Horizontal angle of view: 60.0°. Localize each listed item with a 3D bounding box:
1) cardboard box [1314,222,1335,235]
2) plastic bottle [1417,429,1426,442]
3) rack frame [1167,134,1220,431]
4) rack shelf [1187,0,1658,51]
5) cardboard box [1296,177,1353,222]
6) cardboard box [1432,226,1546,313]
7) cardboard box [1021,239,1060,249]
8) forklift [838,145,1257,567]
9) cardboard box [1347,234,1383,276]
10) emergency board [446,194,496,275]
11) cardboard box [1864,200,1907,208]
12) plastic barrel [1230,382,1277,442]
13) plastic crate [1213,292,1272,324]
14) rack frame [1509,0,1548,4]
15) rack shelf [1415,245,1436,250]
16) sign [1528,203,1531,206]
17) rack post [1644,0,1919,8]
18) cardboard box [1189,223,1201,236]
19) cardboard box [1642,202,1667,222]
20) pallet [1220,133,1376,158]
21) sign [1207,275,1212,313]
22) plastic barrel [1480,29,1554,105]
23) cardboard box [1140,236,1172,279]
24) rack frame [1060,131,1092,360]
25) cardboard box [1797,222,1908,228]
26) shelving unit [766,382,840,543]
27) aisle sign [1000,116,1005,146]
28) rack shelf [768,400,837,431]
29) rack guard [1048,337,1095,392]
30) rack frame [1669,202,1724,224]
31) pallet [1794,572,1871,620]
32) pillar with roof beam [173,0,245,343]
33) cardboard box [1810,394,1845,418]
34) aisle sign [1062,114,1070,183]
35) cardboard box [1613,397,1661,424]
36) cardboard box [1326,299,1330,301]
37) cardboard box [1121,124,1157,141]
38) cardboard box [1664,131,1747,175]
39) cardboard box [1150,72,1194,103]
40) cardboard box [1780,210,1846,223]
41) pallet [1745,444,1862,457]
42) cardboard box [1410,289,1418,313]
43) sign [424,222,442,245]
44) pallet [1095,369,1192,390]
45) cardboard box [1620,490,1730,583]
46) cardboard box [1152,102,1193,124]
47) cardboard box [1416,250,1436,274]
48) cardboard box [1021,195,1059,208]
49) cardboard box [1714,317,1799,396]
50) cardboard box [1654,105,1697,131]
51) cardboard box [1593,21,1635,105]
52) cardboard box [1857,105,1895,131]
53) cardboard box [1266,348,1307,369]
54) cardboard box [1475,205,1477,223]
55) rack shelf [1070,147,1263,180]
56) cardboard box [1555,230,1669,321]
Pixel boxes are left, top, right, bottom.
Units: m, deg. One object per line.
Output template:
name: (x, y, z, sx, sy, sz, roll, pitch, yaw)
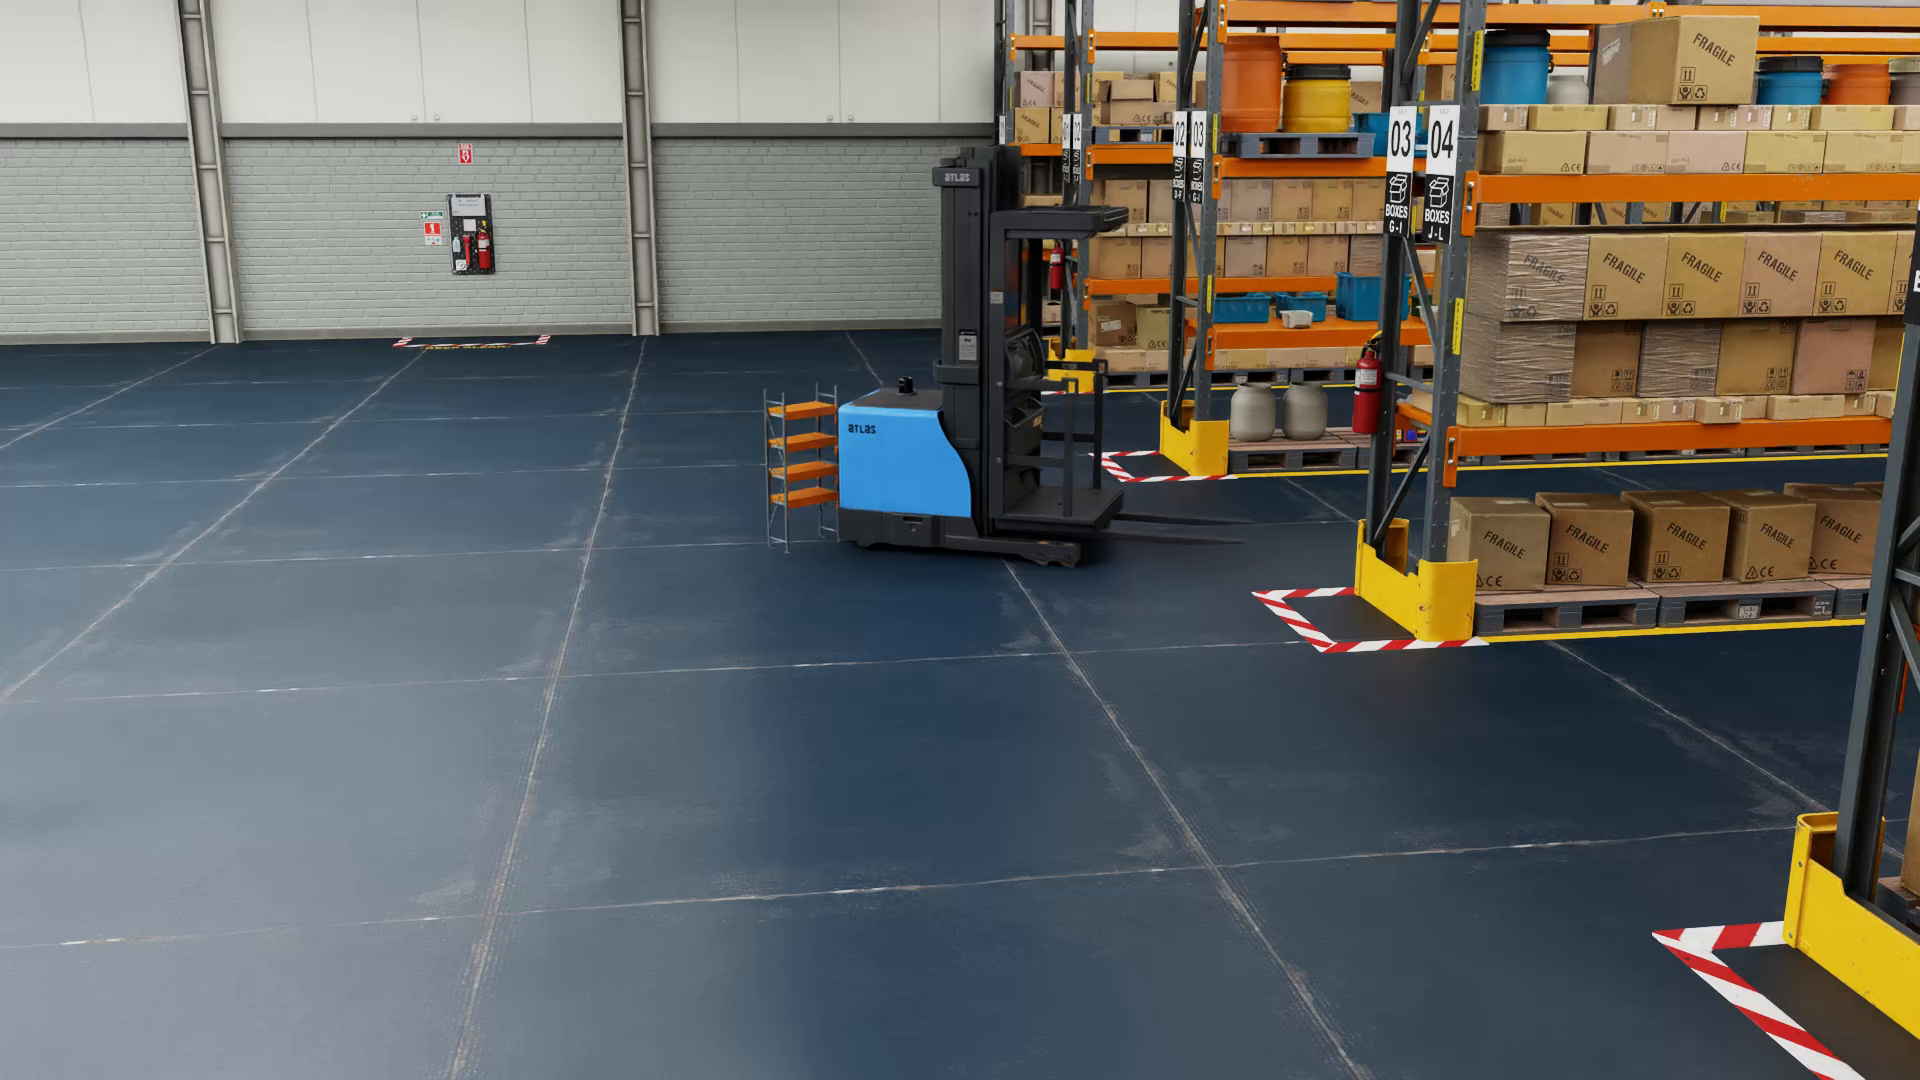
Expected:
cardboard box: (4.333, -3.771, 20.054, 0.250, 0.149, 0.380, -2, 14, -8)
plastic bottle: (4.290, -1.054, 15.464, 0.097, 0.271, 0.097, 0, 14, 0)
rack frame: (2.112, -2.161, 15.173, 0.127, 3.000, 1.000, -2, 14, -8)
rack shelf: (4.089, -4.601, 14.869, 4.000, 0.370, 1.077, -2, 14, -8)
cardboard box: (4.395, -4.139, 20.188, 0.500, 0.500, 0.700, -2, 14, -8)
cardboard box: (3.356, -1.727, 10.569, 0.500, 0.500, 0.500, -2, 14, -8)
cardboard box: (1.165, -4.422, 24.457, 0.500, 0.250, 0.500, -3, 14, -10)
forklift: (5.334, 0.488, 4.749, 16.431, 2.935, 13.043, 4, 15, 16)
cardboard box: (4.895, -3.529, 20.420, 0.500, 0.500, 0.700, -2, 14, -10)
emergency board: (-7.183, -4.480, 24.419, 0.643, 1.169, 0.194, -2, 14, -8)
cardboard box: (14.481, -5.194, 26.650, 0.700, 0.700, 0.980, -3, 14, -11)
plastic barrel: (2.751, -1.200, 15.593, 0.421, 0.512, 0.421, 0, 14, 0)
plastic crate: (2.562, -2.179, 15.551, 0.616, 0.251, 0.499, -2, 14, -8)
rack frame: (8.546, -7.744, 25.102, 0.127, 3.000, 1.000, -2, 14, -8)
rack shelf: (6.569, -4.413, 25.630, 4.000, 0.370, 1.077, -2, 14, -8)
sign: (8.637, -5.227, 25.181, 0.005, 0.325, 0.100, -2, 14, -8)
rack post: (8.001, -5.405, 15.364, 3.121, 1.000, 1.013, -2, 14, -8)
cardboard box: (2.818, -3.716, 19.834, 0.250, 0.149, 0.380, -3, 14, -10)
cardboard box: (10.589, -5.048, 25.825, 0.500, 0.500, 0.500, -2, 14, -7)
pallet: (2.944, -3.531, 14.857, 1.213, 0.211, 1.003, -2, 14, -8)
sign: (2.189, -2.163, 14.611, 0.005, 0.325, 0.100, -2, 14, -8)
plastic barrel: (5.067, -4.198, 15.233, 0.708, 0.901, 0.600, -2, 14, -8)
cardboard box: (2.359, -3.435, 20.048, 0.500, 0.500, 0.700, -2, 14, -7)
rack frame: (1.377, -3.353, 19.925, 0.127, 3.000, 1.000, -2, 14, -8)
cardboard box: (5.828, -1.819, 10.936, 0.500, 0.500, 0.500, -2, 14, -8)
shelving unit: (-1.174, -0.545, 12.428, 0.499, 1.200, 0.258, -13, 19, -42)
aisle sign: (0.609, -5.730, 24.061, 0.004, 0.787, 0.394, -2, 14, -8)
rack shelf: (-1.176, -0.926, 12.330, 0.480, 0.148, 0.258, -13, 19, -42)
rack guard: (1.354, -2.139, 20.225, 0.348, 0.500, 1.175, -2, 14, -8)
rack frame: (9.288, -3.643, 21.081, 0.127, 3.000, 1.000, -2, 14, -8)
pallet: (6.146, 0.271, 11.209, 1.213, 0.211, 1.003, -2, 14, -8)
pillar with roof beam: (-10.026, -6.217, 19.013, 0.400, 9.000, 9.100, -2, 14, -8)
cardboard box: (5.392, -0.881, 10.585, 0.250, 0.149, 0.380, -2, 14, -8)
aisle sign: (1.269, -4.682, 19.881, 0.004, 0.787, 0.394, -2, 14, -8)
cardboard box: (4.159, -0.832, 10.390, 0.250, 0.149, 0.380, -2, 14, -8)
cardboard box: (4.334, -2.770, 20.848, 0.500, 0.500, 0.500, -2, 14, -8)
cardboard box: (2.579, -6.065, 24.324, 0.500, 0.500, 0.500, -1, 14, -5)
cardboard box: (4.364, -2.344, 10.046, 0.500, 0.250, 0.500, -2, 14, -9)
cardboard box: (3.081, -6.560, 24.245, 0.500, 0.500, 0.500, -3, 14, -10)
cardboard box: (10.827, -3.932, 21.165, 0.500, 0.500, 0.700, 1, 14, 2)
pallet: (8.047, -1.036, 16.420, 1.213, 0.211, 1.003, -2, 14, -8)
cardboard box: (6.828, -3.781, 25.866, 0.500, 0.500, 0.700, -2, 14, -9)
sign: (-7.746, -4.502, 24.433, 0.234, 0.329, 0.001, -2, 14, -8)
pallet: (2.127, -2.038, 20.414, 1.213, 0.211, 1.003, -2, 14, -8)
cardboard box: (4.677, -0.028, 10.941, 0.500, 0.500, 0.500, -1, 14, -3)
cardboard box: (2.477, -5.112, 19.929, 0.500, 0.250, 0.500, -2, 14, -8)
cardboard box: (5.813, -3.453, 20.634, 0.500, 0.250, 0.500, -1, 14, -5)
cardboard box: (1.152, -4.790, 24.381, 0.500, 0.500, 0.500, -2, 14, -8)
cardboard box: (4.871, -1.246, 10.706, 0.500, 0.500, 0.875, -2, 14, -8)
cardboard box: (4.179, -2.525, 9.947, 0.250, 0.149, 0.380, -2, 14, -8)
cardboard box: (4.344, -2.977, 10.415, 0.500, 0.500, 0.500, -2, 14, -8)
cardboard box: (5.478, -2.584, 10.180, 0.250, 0.149, 0.380, -2, 14, -6)
cardboard box: (3.919, -2.261, 20.360, 0.500, 0.250, 0.500, -2, 14, -8)
cardboard box: (7.534, -5.050, 25.581, 0.500, 0.500, 0.700, -3, 14, -14)
rack shelf: (3.355, -4.531, 19.936, 4.000, 0.370, 1.077, -2, 14, -8)
cardboard box: (3.929, -1.618, 10.136, 0.500, 0.500, 0.500, -2, 14, -8)
